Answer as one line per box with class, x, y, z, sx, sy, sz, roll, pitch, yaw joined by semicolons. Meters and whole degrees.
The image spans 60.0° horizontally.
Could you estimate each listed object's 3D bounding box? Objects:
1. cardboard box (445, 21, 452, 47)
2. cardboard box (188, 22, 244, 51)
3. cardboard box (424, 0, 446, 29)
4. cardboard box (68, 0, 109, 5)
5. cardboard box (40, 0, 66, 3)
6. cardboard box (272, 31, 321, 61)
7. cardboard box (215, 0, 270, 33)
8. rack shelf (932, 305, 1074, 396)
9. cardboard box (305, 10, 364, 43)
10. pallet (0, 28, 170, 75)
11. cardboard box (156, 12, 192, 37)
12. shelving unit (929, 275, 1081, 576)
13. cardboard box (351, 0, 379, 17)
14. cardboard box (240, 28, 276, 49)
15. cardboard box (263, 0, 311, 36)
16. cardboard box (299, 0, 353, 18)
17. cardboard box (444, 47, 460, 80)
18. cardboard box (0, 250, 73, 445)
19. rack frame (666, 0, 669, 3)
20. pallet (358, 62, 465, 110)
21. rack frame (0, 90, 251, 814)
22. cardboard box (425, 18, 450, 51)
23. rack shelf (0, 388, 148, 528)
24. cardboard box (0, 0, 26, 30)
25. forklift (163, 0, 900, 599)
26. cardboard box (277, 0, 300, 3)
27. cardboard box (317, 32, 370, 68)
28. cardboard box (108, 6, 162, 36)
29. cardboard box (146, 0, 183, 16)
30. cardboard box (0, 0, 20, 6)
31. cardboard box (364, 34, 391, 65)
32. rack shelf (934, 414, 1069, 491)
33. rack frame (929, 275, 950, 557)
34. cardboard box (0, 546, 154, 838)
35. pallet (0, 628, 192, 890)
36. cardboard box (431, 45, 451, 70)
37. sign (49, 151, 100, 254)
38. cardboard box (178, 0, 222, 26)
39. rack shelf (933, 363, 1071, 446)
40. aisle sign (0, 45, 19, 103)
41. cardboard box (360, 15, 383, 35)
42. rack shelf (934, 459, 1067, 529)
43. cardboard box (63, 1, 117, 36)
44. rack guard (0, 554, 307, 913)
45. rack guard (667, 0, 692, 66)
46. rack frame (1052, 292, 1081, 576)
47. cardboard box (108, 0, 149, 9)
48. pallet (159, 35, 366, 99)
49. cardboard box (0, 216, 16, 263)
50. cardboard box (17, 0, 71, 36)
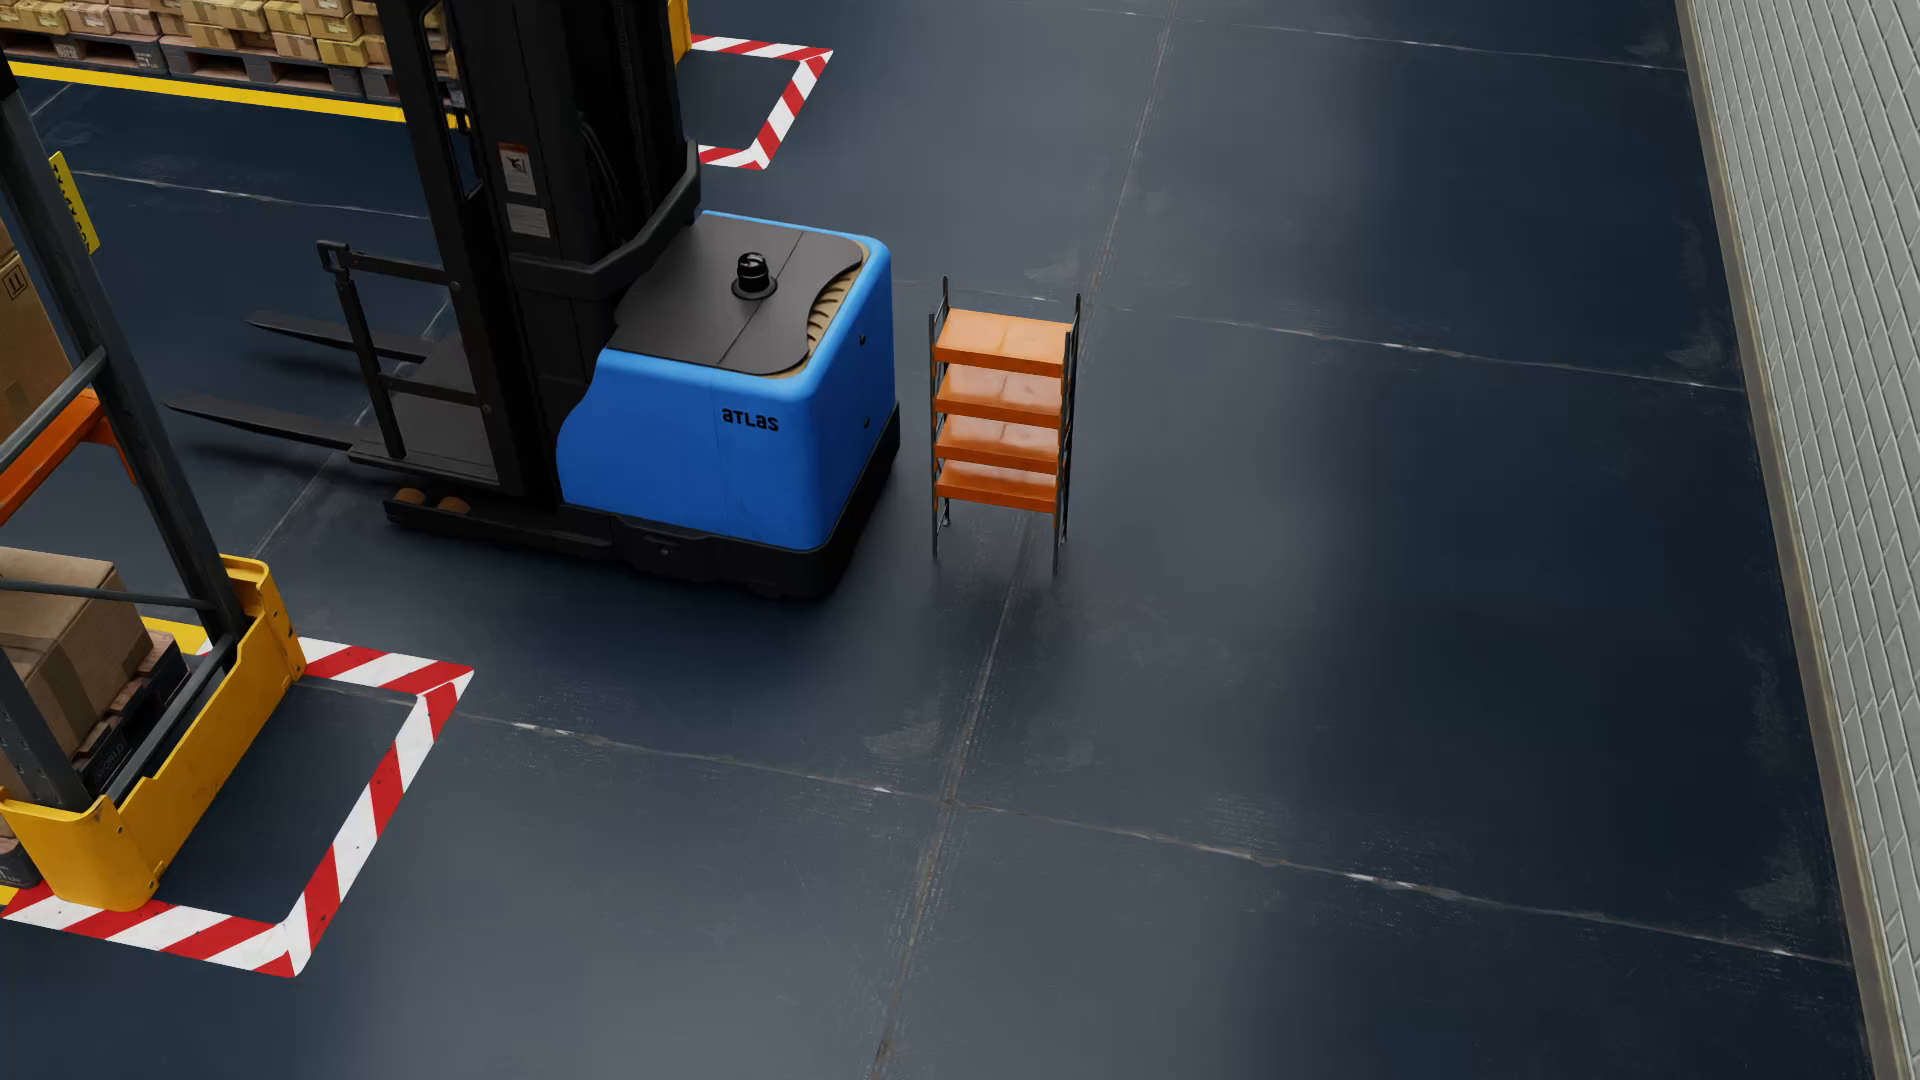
cardboard box;-2.602;-2.830;9.065;0.250;0.149;0.380;8;44;8
cardboard box;-4.125;-2.924;9.378;0.250;0.149;0.380;8;44;8
cardboard box;-2.867;-2.913;8.937;0.250;0.149;0.380;8;44;8
cardboard box;-4.889;-3.211;9.461;0.250;0.149;0.380;9;45;9
cardboard box;-5.135;-3.223;9.474;0.250;0.149;0.380;9;45;9
cardboard box;-3.622;-2.847;9.297;0.250;0.149;0.380;10;45;10
cardboard box;-3.896;-2.975;9.216;0.250;0.149;0.380;9;45;9
rack shelf;0.162;-0.690;6.035;0.480;0.148;0.258;9;45;9
cardboard box;-3.375;-2.901;9.139;0.250;0.149;0.380;9;45;10
pallet;-5.022;-3.159;9.880;1.213;0.211;1.003;9;45;9
cardboard box;-4.358;-3.028;9.486;0.250;0.149;0.380;7;44;7
shelving unit;0.162;-0.407;6.308;0.503;1.200;0.258;9;45;9
cardboard box;-3.106;-2.995;9.022;0.250;0.149;0.380;7;44;7
cardboard box;-3.852;-2.936;9.390;0.250;0.149;0.380;10;45;10
cardboard box;-3.621;-2.952;9.193;0.250;0.149;0.380;11;45;11
cardboard box;-3.380;-2.998;9.026;0.250;0.149;0.380;10;45;11
cardboard box;-2.614;-2.669;9.112;0.250;0.149;0.380;10;45;10
cardboard box;-3.170;-0.573;5.110;0.500;0.500;0.500;9;45;9
rack frame;-1.782;-3.635;8.364;0.127;3.000;1.000;9;45;9
pallet;-2.641;-2.789;9.496;1.213;0.211;1.003;9;45;9
rack frame;-2.764;-0.270;4.868;0.127;3.000;1.000;9;45;9
cardboard box;-2.867;-2.831;9.067;0.250;0.149;0.380;7;44;7
rack shelf;-4.716;-0.314;5.432;4.000;0.370;1.077;9;45;9
cardboard box;-5.400;-3.093;9.553;0.250;0.149;0.380;7;44;7
forklift;-1.829;-1.406;6.098;3.031;2.935;1.130;11;45;12
cardboard box;-3.613;-3.113;9.145;0.250;0.149;0.380;7;44;8
cardboard box;-3.359;-2.792;9.240;0.250;0.149;0.380;7;44;7
cardboard box;-4.628;-3.045;9.504;0.250;0.149;0.380;8;44;8
cardboard box;-4.363;-3.111;9.357;0.250;0.149;0.380;11;45;11
cardboard box;-5.401;-3.201;9.451;0.250;0.149;0.380;11;45;11
cardboard box;-3.097;-2.795;9.244;0.250;0.149;0.380;9;45;9
rack shelf;0.162;-0.359;6.355;0.480;0.148;0.258;9;45;9
rack frame;-0.077;-0.444;6.346;0.015;1.200;0.240;9;45;9
cardboard box;-3.430;0.469;5.644;0.875;0.438;0.875;7;44;8
pallet;-3.561;0.666;5.906;1.213;0.211;1.003;9;45;9
cardboard box;-2.853;-2.767;9.215;0.250;0.149;0.380;9;45;9
sign;-2.637;-0.985;4.929;0.005;0.325;0.100;9;45;9
cardboard box;-4.131;-3.029;9.273;0.250;0.149;0.380;9;45;9
rack shelf;0.162;-0.520;6.199;0.480;0.148;0.258;9;45;9
aisle sign;-2.631;-1.392;4.159;0.004;0.787;0.394;9;45;9
cardboard box;-3.106;-2.941;9.181;0.250;0.149;0.380;8;45;9
rack shelf;0.162;-0.216;6.492;0.480;0.148;0.258;9;45;9
cardboard box;-4.886;-3.050;9.509;0.250;0.149;0.380;9;45;9
rack guard;-2.741;0.634;5.731;0.348;0.500;1.175;9;45;9
rack guard;-1.856;-2.746;9.243;0.348;0.500;1.175;9;45;9
rack frame;0.400;-0.370;6.269;0.015;1.200;0.240;9;45;9
cardboard box;-4.626;-3.168;9.417;0.250;0.149;0.380;7;44;7
pallet;-3.828;-2.975;9.689;1.213;0.211;1.003;9;45;9
cardboard box;-3.170;-0.932;4.762;0.500;0.500;0.500;8;44;8
cardboard box;-5.140;-3.052;9.511;0.250;0.149;0.380;10;45;10
